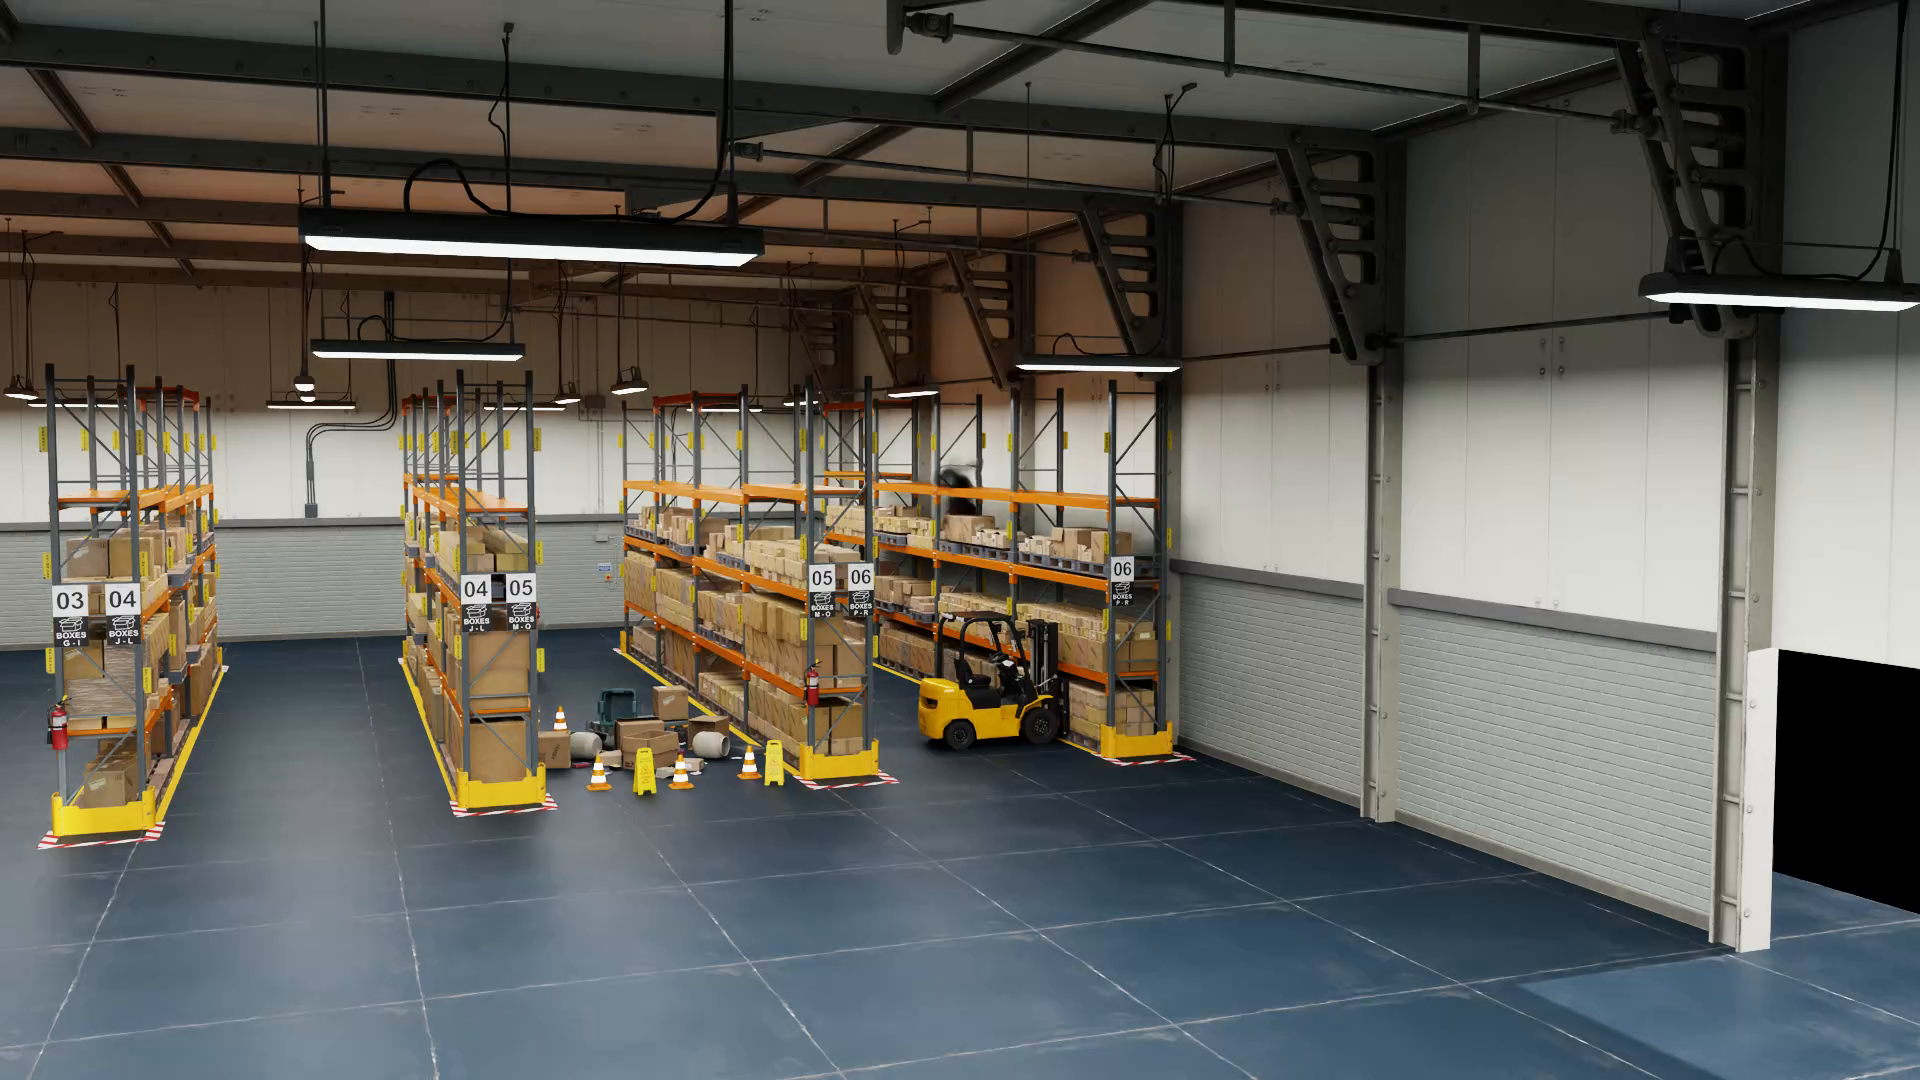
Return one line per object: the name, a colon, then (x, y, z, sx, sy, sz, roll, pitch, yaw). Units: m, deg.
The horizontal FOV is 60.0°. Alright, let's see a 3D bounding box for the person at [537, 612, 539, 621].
person: (-9.686, 2.013, 36.880, 0.662, 1.679, 0.698, -1, 4, -24)
